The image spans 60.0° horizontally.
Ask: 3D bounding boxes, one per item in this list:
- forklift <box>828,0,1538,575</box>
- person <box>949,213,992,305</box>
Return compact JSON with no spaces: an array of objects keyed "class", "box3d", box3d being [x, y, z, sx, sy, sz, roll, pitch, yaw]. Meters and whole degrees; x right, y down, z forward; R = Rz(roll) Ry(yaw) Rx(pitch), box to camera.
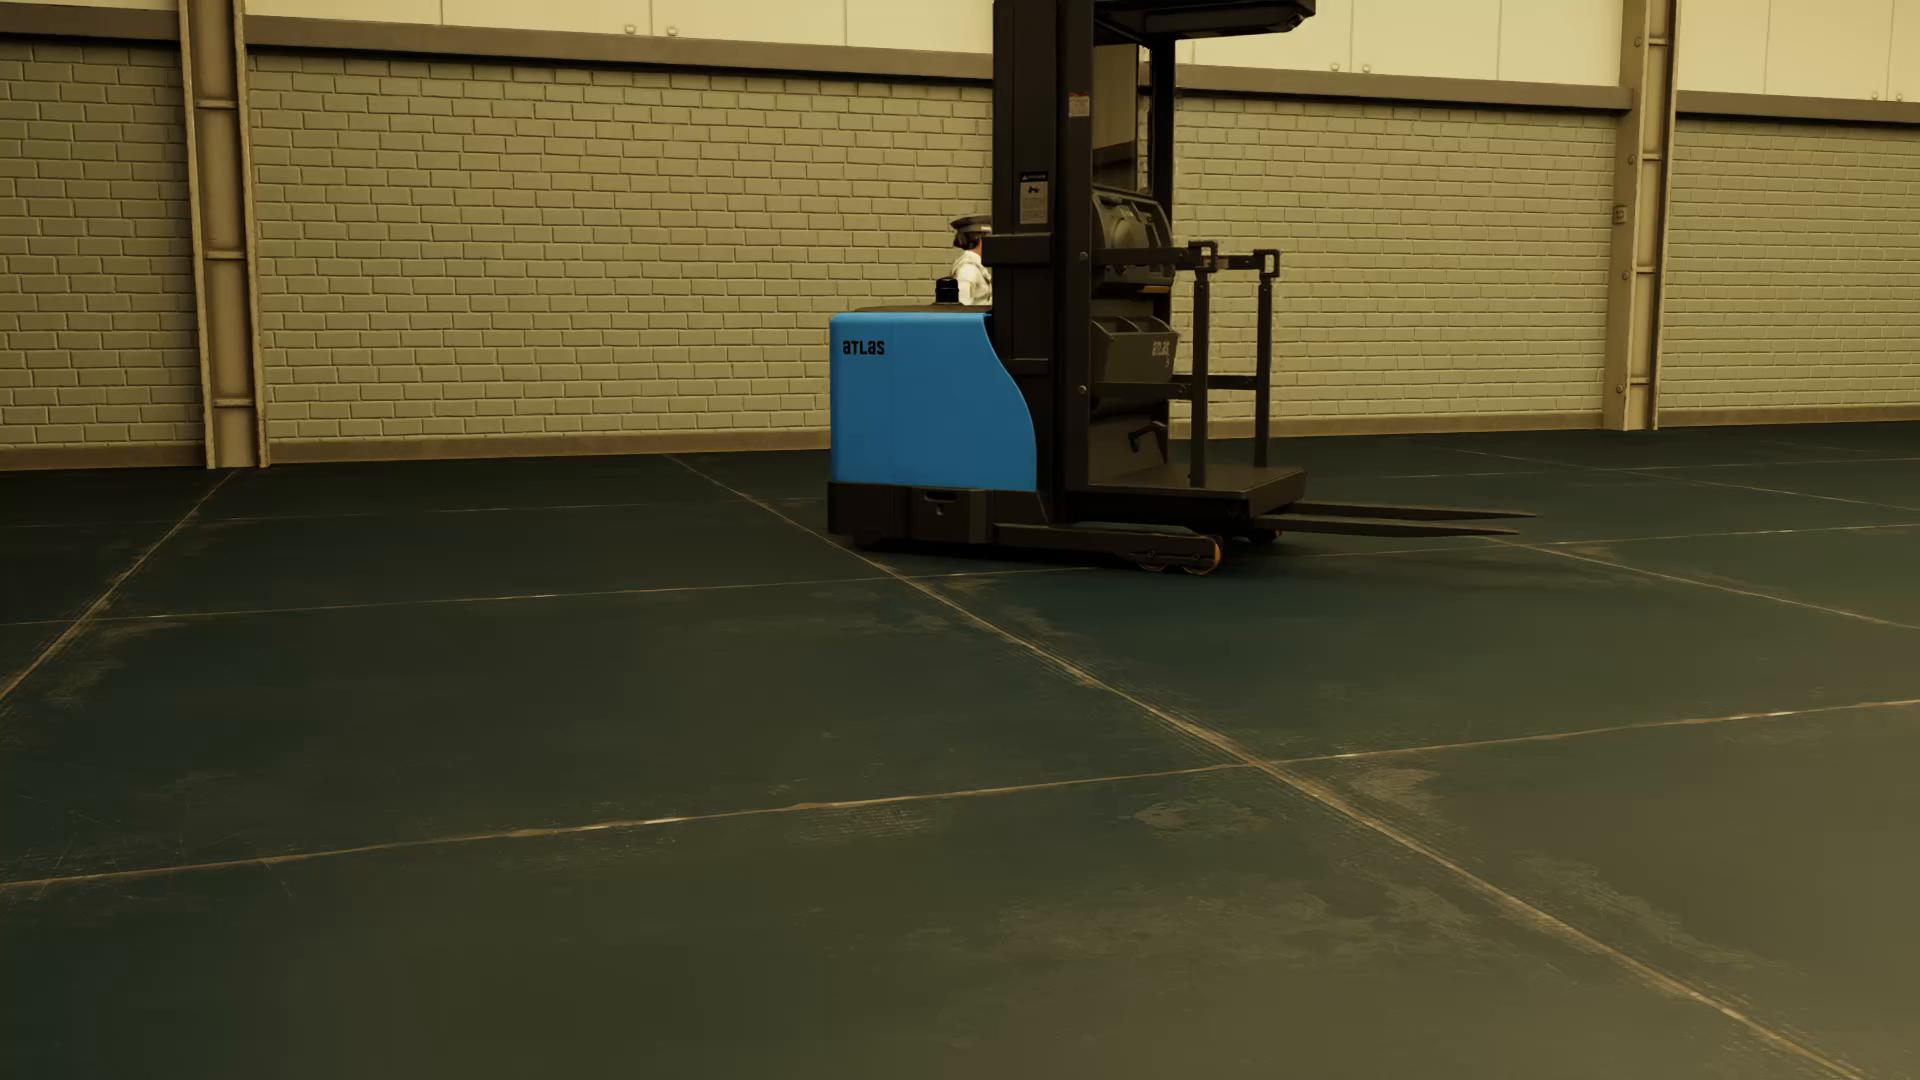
[{"class":"forklift","box3d":[0.951,-1.388,7.255,3.031,2.935,1.130,4,9,25]},{"class":"person","box3d":[-0.010,-0.905,8.834,0.454,1.644,0.802,0,8,0]}]
